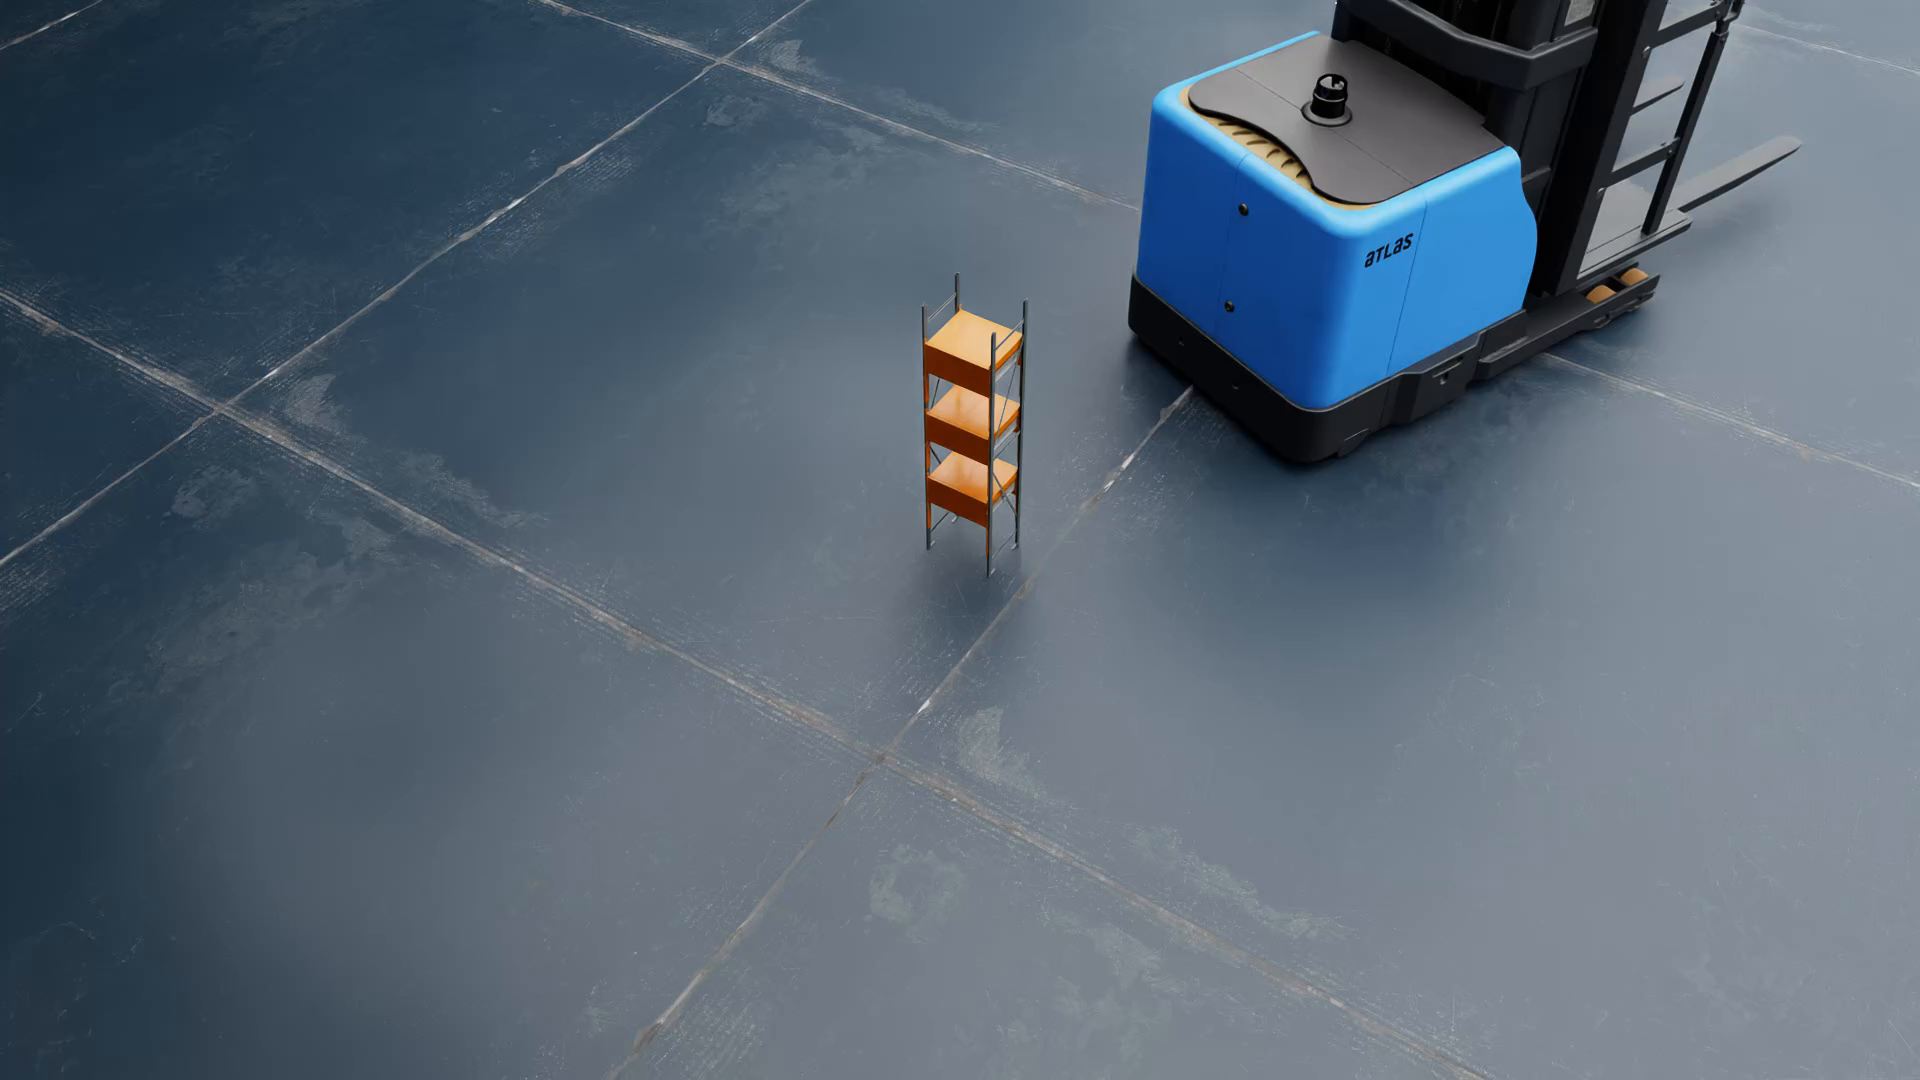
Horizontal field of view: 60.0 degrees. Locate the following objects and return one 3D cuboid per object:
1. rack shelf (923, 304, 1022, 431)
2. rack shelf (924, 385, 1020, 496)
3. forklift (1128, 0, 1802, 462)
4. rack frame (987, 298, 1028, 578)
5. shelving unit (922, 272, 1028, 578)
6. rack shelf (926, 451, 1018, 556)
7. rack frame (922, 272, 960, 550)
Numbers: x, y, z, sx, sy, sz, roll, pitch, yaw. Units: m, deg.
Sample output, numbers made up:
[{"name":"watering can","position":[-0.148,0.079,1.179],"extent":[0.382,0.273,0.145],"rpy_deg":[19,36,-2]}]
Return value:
[{"name":"rack shelf","position":[0.045,-0.536,5.157],"extent":[0.240,0.259,0.215],"rpy_deg":[25,51,22]},{"name":"rack shelf","position":[0.045,-0.338,5.361],"extent":[0.240,0.259,0.215],"rpy_deg":[25,51,22]},{"name":"forklift","position":[2.156,-2.143,5.789],"extent":[3.031,2.935,1.130],"rpy_deg":[-26,51,-23]},{"name":"rack frame","position":[0.148,-0.298,5.307],"extent":[0.008,1.050,0.200],"rpy_deg":[25,51,22]},{"name":"shelving unit","position":[0.045,-0.345,5.353],"extent":[0.252,1.050,0.215],"rpy_deg":[25,51,22]},{"name":"rack shelf","position":[0.045,-0.144,5.560],"extent":[0.240,0.259,0.215],"rpy_deg":[25,51,22]},{"name":"rack frame","position":[-0.058,-0.392,5.399],"extent":[0.008,1.050,0.200],"rpy_deg":[25,51,22]}]
